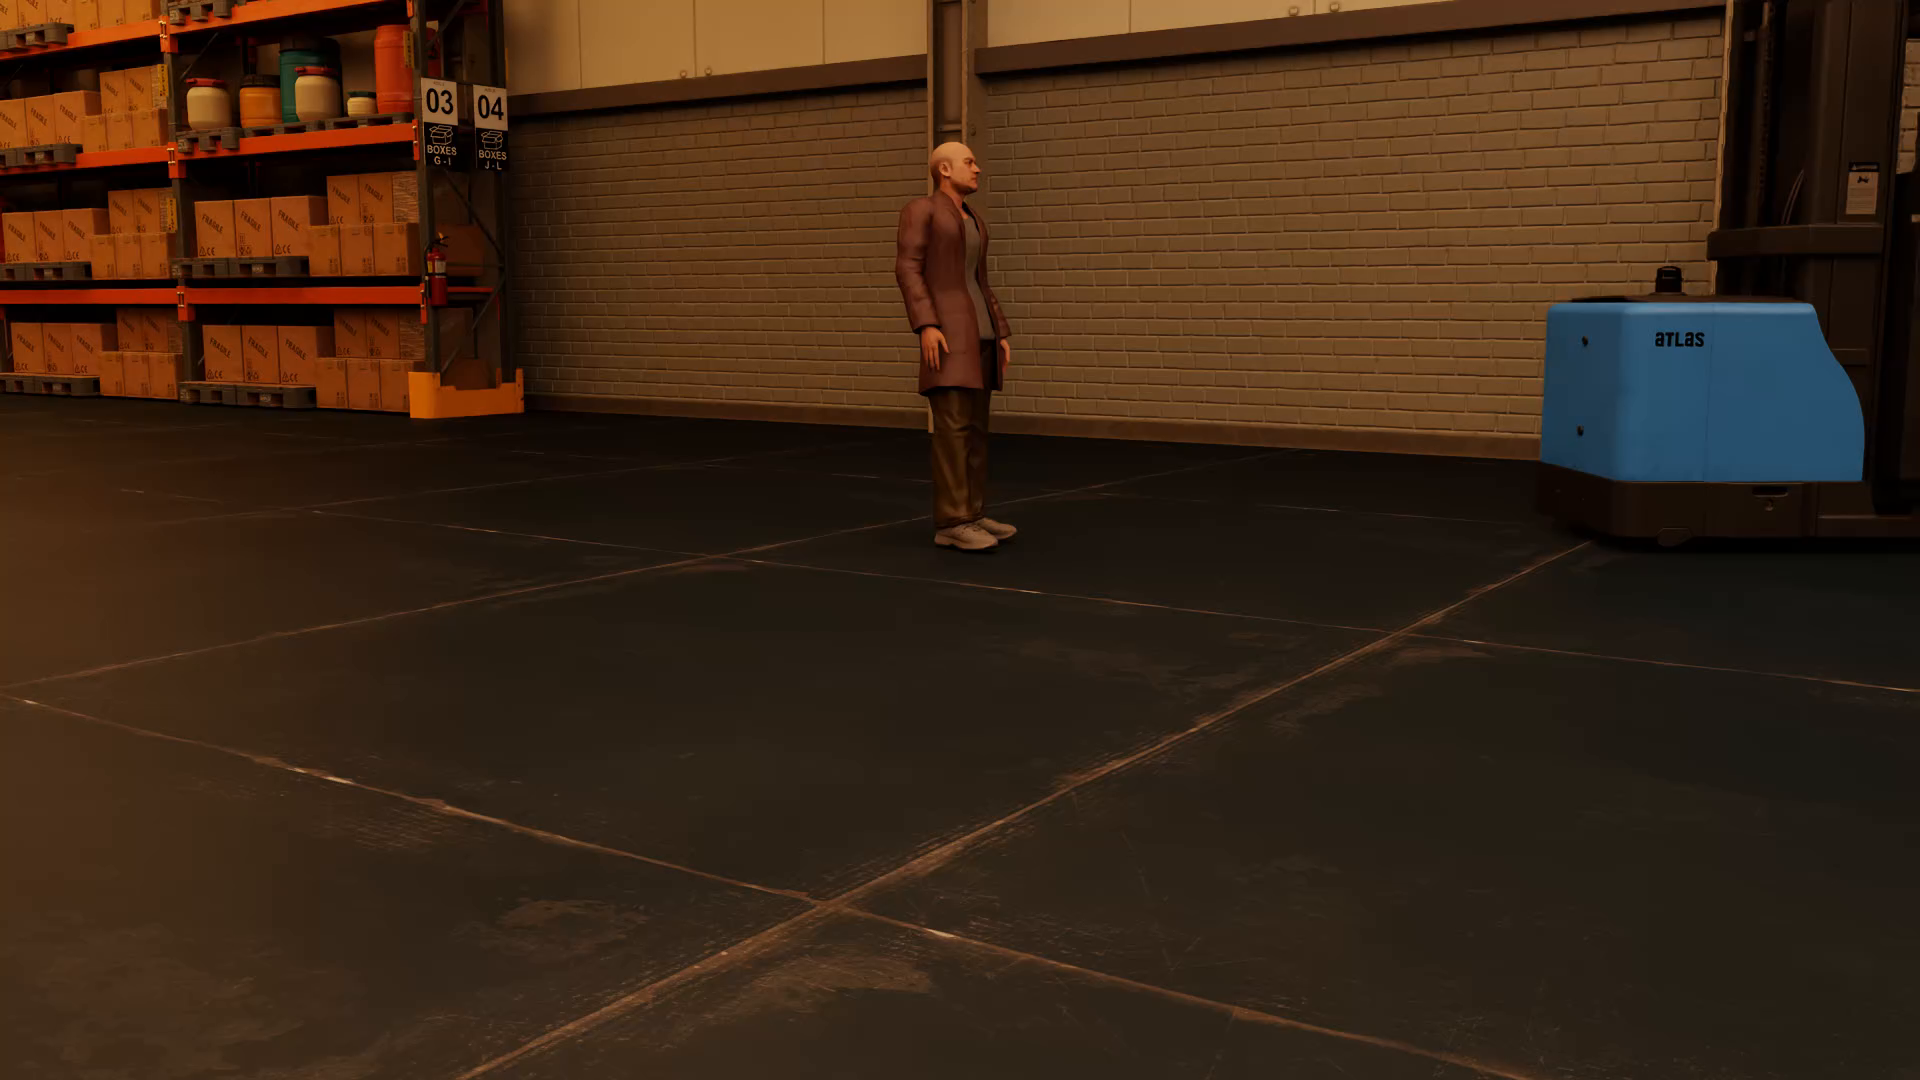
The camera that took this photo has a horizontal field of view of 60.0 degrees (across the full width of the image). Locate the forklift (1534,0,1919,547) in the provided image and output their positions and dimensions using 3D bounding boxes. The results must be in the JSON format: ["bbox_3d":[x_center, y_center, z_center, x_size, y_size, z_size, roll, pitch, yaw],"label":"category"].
[{"bbox_3d":[4.327,-1.469,7.520,3.031,2.935,1.130,0,8,-1],"label":"forklift"}]

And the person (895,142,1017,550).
[{"bbox_3d":[0.072,-0.879,7.423,0.582,1.776,0.694,5,10,34],"label":"person"}]
